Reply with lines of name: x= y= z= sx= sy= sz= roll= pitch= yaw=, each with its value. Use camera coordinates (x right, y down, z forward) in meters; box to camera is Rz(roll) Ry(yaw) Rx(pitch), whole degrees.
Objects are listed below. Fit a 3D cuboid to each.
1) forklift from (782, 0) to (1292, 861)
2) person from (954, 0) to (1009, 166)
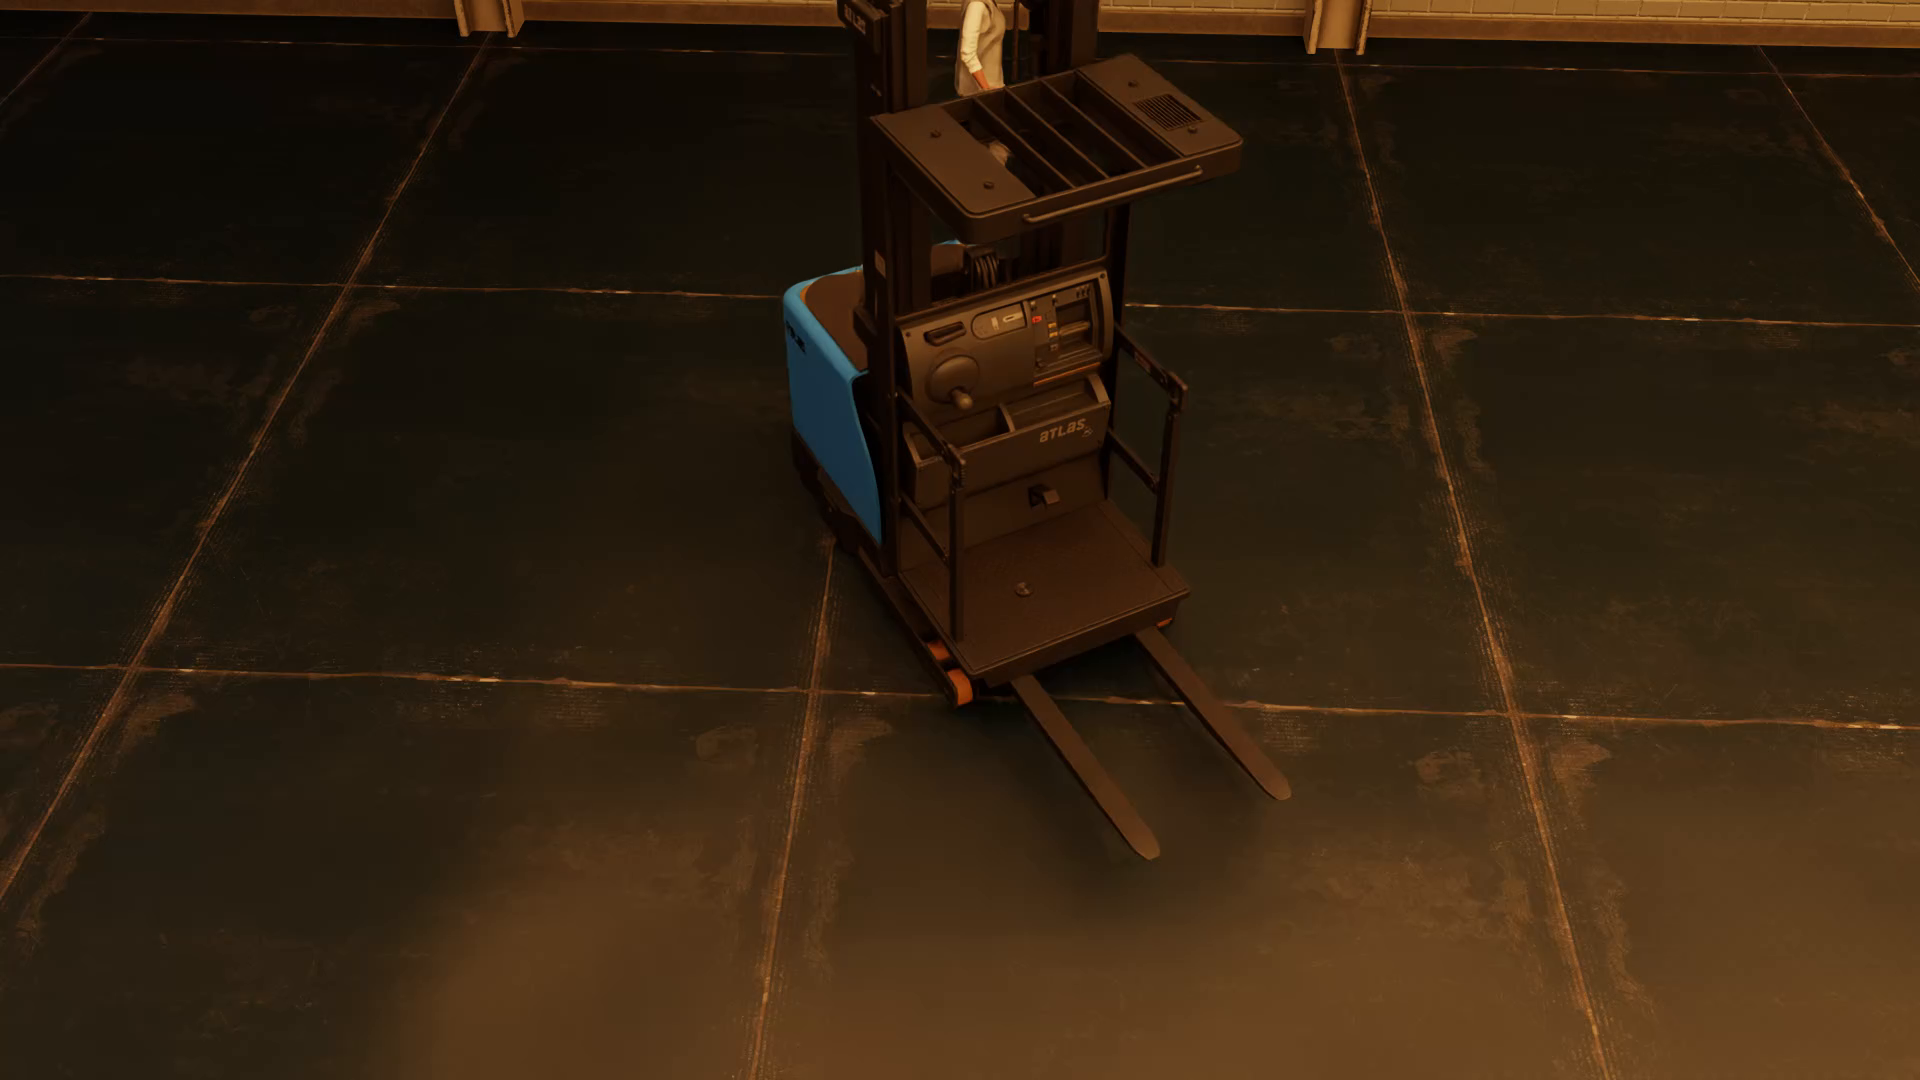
forklift: x=0.301 y=-0.718 z=6.529 sx=1.130 sy=2.935 sz=3.031 roll=-19 pitch=46 yaw=-20
person: x=0.178 y=-2.634 z=9.634 sx=0.456 sy=1.581 sz=0.621 roll=-5 pitch=43 yaw=-5
